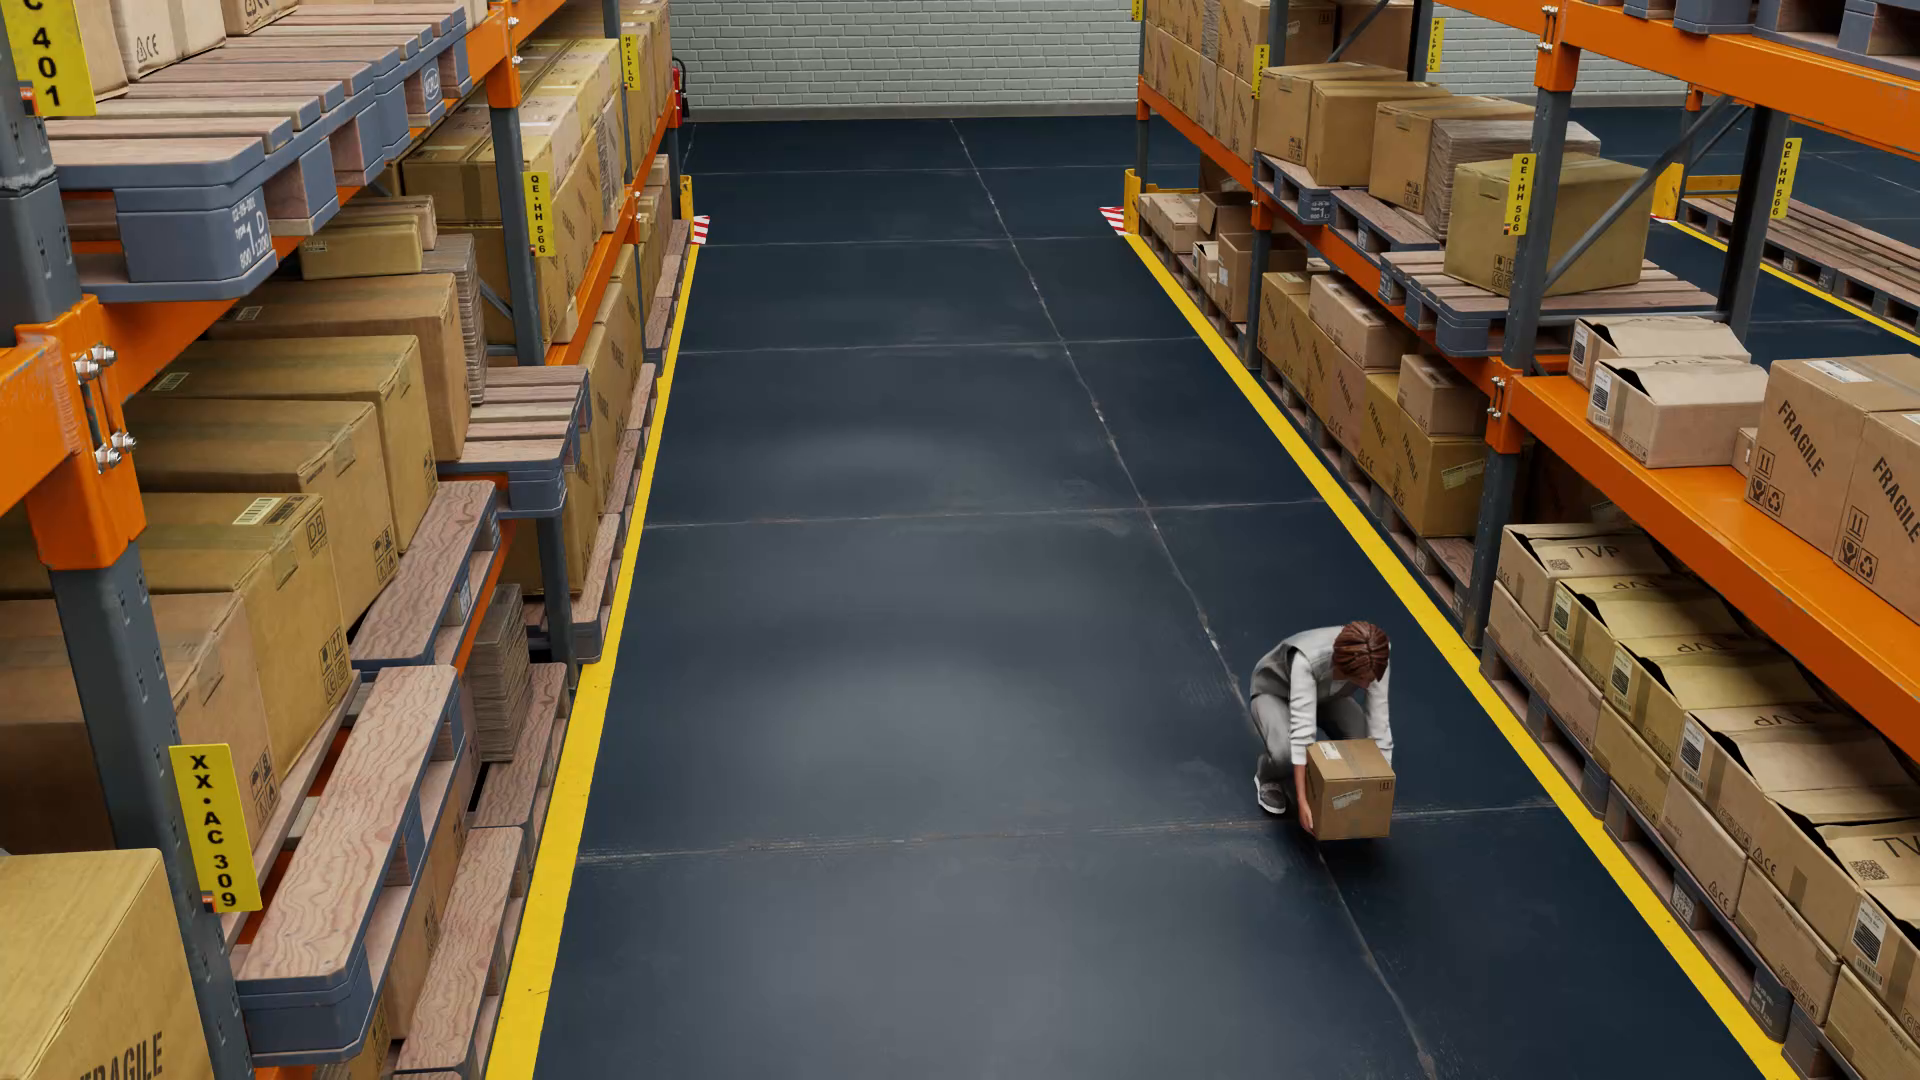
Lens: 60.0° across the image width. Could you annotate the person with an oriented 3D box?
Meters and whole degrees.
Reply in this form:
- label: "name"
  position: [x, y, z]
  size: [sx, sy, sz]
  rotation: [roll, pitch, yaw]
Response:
- label: "person"
  position: [1.320, 0.631, 6.072]
  size: [0.426, 0.897, 0.818]
  rotation: [-3, 24, -6]
